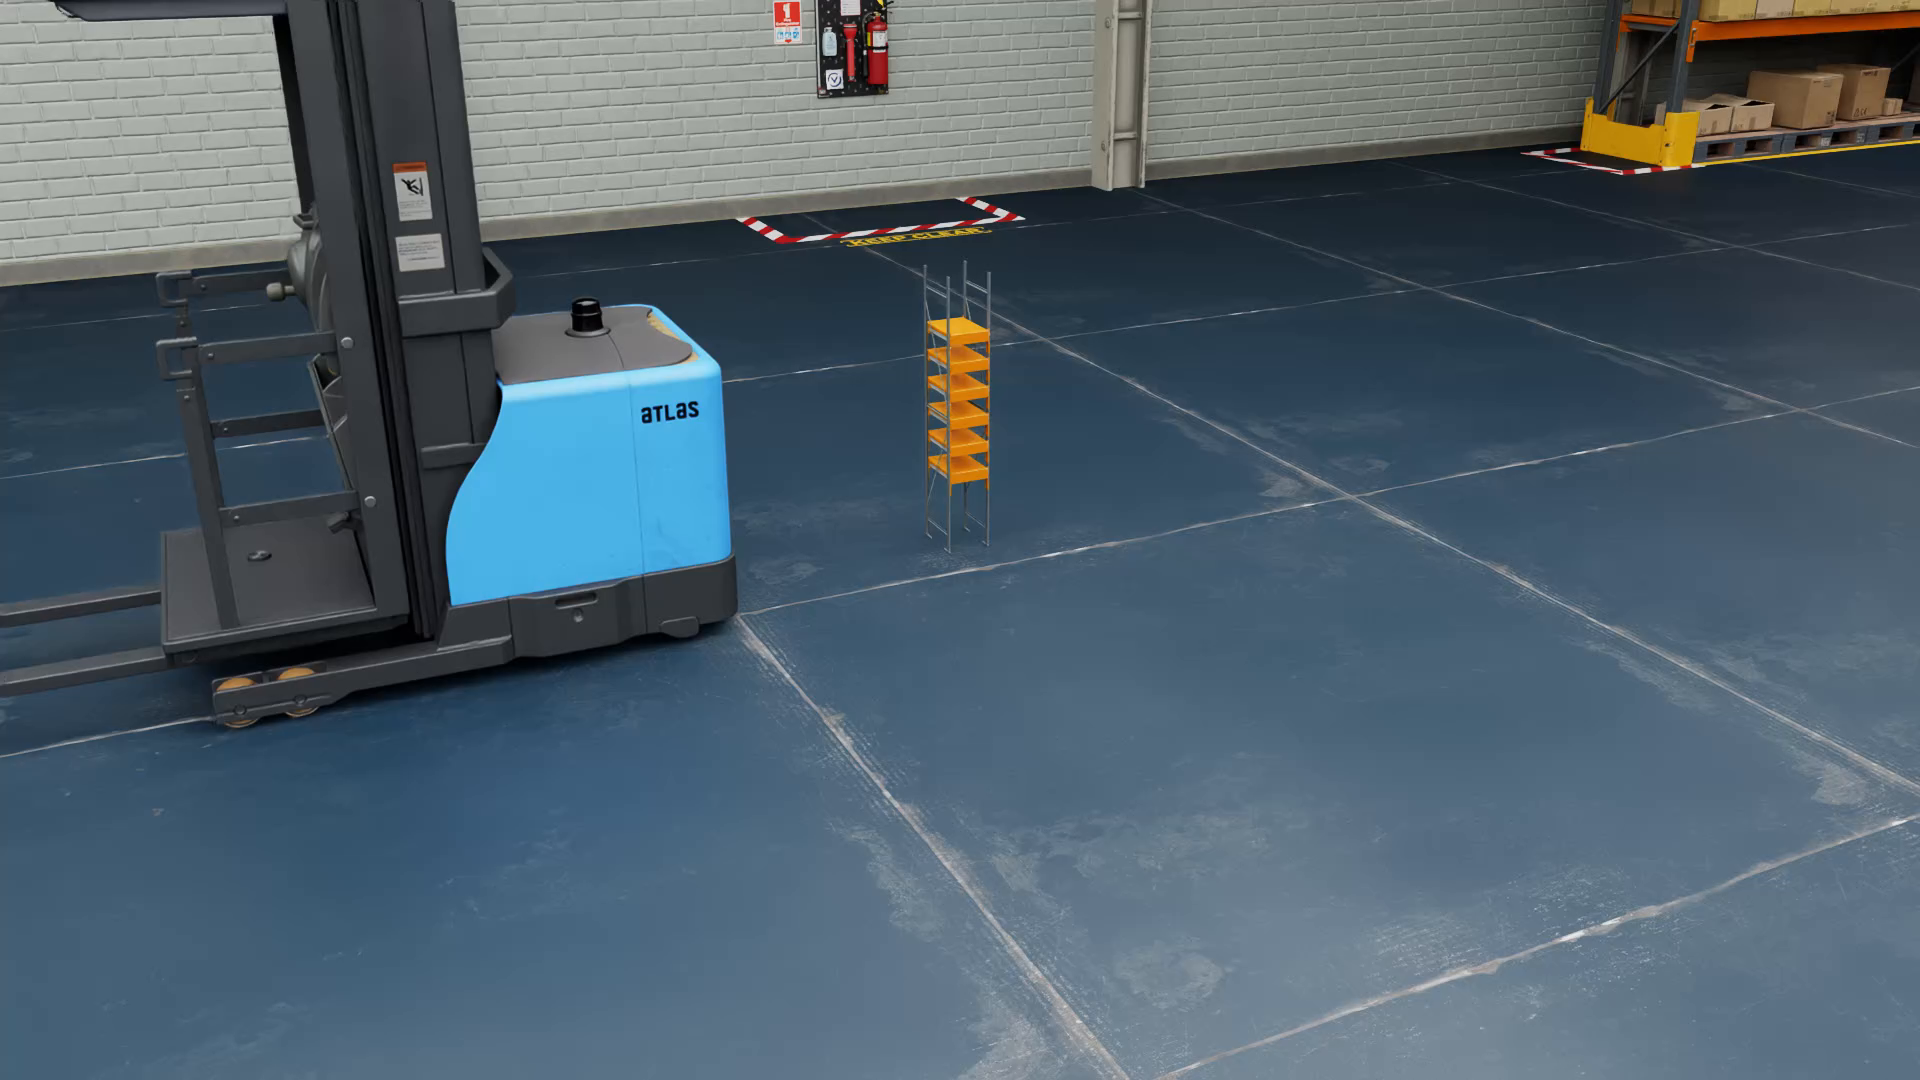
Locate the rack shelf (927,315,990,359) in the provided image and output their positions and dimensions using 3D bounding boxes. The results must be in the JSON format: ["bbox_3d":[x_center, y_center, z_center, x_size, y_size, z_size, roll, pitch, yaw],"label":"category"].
[{"bbox_3d":[-0.013,-0.844,6.894,0.180,0.103,0.258,-10,25,-24],"label":"rack shelf"}]

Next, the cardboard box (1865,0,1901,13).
[{"bbox_3d":[8.973,-5.395,16.530,0.500,0.250,0.500,-11,25,-24],"label":"cardboard box"}]

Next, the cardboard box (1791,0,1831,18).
[{"bbox_3d":[8.064,-5.228,16.127,0.500,0.250,0.500,-11,25,-24],"label":"cardboard box"}]

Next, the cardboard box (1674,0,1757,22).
[{"bbox_3d":[7.141,-5.054,15.708,0.500,0.250,0.500,-11,25,-25],"label":"cardboard box"}]

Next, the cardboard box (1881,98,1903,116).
[{"bbox_3d":[9.698,-4.601,17.573,0.250,0.166,0.380,-14,26,-30],"label":"cardboard box"}]

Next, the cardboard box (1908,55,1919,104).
[{"bbox_3d":[10.824,-4.982,18.058,0.500,0.500,0.700,-10,24,-22],"label":"cardboard box"}]

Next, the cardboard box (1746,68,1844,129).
[{"bbox_3d":[8.422,-4.474,16.829,0.500,0.500,0.700,-12,25,-27],"label":"cardboard box"}]

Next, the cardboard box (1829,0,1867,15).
[{"bbox_3d":[8.520,-5.311,16.328,0.500,0.250,0.500,-10,25,-23],"label":"cardboard box"}]

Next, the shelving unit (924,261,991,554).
[{"bbox_3d":[-0.013,-0.552,7.015,0.189,1.200,0.258,-10,25,-24],"label":"shelving unit"}]

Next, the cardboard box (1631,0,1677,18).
[{"bbox_3d":[6.900,-5.227,16.125,0.500,0.250,0.500,-10,25,-23],"label":"cardboard box"}]

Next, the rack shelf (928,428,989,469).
[{"bbox_3d":[-0.013,-0.400,7.078,0.180,0.103,0.258,-10,25,-24],"label":"rack shelf"}]

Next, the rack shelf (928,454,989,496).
[{"bbox_3d":[-0.013,-0.289,7.124,0.180,0.103,0.258,-10,25,-24],"label":"rack shelf"}]

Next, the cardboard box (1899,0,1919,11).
[{"bbox_3d":[9.420,-5.483,16.745,0.500,0.250,0.500,-10,25,-23],"label":"cardboard box"}]

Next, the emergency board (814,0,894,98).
[{"bbox_3d":[-0.831,-4.165,13.390,0.643,1.169,0.194,-10,25,-24],"label":"emergency board"}]

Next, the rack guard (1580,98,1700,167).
[{"bbox_3d":[6.632,-4.000,16.260,0.348,0.500,1.175,-10,25,-24],"label":"rack guard"}]

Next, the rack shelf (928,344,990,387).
[{"bbox_3d":[-0.013,-0.733,6.940,0.180,0.103,0.258,-10,25,-24],"label":"rack shelf"}]

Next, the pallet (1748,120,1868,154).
[{"bbox_3d":[8.477,-4.190,17.097,1.213,0.211,1.003,-10,25,-24],"label":"pallet"}]

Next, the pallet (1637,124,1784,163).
[{"bbox_3d":[7.379,-3.989,16.612,1.213,0.211,1.003,-10,25,-24],"label":"pallet"}]

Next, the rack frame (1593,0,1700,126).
[{"bbox_3d":[6.563,-5.143,15.752,0.127,3.000,1.000,-10,25,-24],"label":"rack frame"}]

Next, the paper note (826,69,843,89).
[{"bbox_3d":[-1.020,-3.752,13.545,0.142,0.148,0.016,-10,25,-24],"label":"paper note"}]

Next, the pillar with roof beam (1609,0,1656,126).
[{"bbox_3d":[8.686,-6.845,12.021,0.400,9.000,9.100,-10,25,-24],"label":"pillar with roof beam"}]

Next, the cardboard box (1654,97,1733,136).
[{"bbox_3d":[7.226,-4.187,16.384,0.500,0.311,0.500,-14,26,-30],"label":"cardboard box"}]

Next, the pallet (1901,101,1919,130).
[{"bbox_3d":[10.868,-4.647,18.201,1.213,0.211,1.003,-10,25,-24],"label":"pallet"}]

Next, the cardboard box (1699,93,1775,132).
[{"bbox_3d":[7.739,-4.282,16.613,0.500,0.311,0.500,-8,24,-19],"label":"cardboard box"}]

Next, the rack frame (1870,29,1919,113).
[{"bbox_3d":[10.168,-5.806,17.355,0.127,3.000,1.000,-10,25,-24],"label":"rack frame"}]

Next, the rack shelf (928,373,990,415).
[{"bbox_3d":[-0.013,-0.622,6.986,0.180,0.103,0.258,-10,25,-24],"label":"rack shelf"}]

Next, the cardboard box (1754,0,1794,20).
[{"bbox_3d":[7.602,-5.145,15.928,0.500,0.250,0.500,-11,25,-25],"label":"cardboard box"}]

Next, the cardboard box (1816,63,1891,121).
[{"bbox_3d":[9.250,-4.669,17.299,0.500,0.500,0.500,-12,26,-28],"label":"cardboard box"}]

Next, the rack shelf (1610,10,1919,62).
[{"bbox_3d":[8.365,-5.142,16.691,4.000,0.370,1.077,-10,25,-24],"label":"rack shelf"}]

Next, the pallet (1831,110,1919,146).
[{"bbox_3d":[9.578,-4.394,17.590,1.213,0.211,1.003,-10,25,-24],"label":"pallet"}]

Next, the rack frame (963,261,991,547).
[{"bbox_3d":[0.069,-0.567,7.051,0.006,1.200,0.240,-10,25,-24],"label":"rack frame"}]

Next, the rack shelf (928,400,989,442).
[{"bbox_3d":[-0.013,-0.511,7.032,0.180,0.103,0.258,-10,25,-24],"label":"rack shelf"}]

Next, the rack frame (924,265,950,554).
[{"bbox_3d":[-0.095,-0.537,6.978,0.006,1.200,0.240,-10,25,-24],"label":"rack frame"}]

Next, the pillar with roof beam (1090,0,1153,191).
[{"bbox_3d":[3.280,-5.850,9.617,0.400,9.000,9.100,-10,25,-24],"label":"pillar with roof beam"}]

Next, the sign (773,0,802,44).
[{"bbox_3d":[-1.374,-4.125,13.247,0.234,0.329,0.001,-10,25,-24],"label":"sign"}]

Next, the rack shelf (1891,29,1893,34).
[{"bbox_3d":[11.970,-5.806,18.294,4.000,0.370,1.077,-10,25,-24],"label":"rack shelf"}]

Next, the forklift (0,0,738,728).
[{"bbox_3d":[-2.417,-0.941,5.692,3.031,2.935,1.130,-10,24,-22],"label":"forklift"}]
